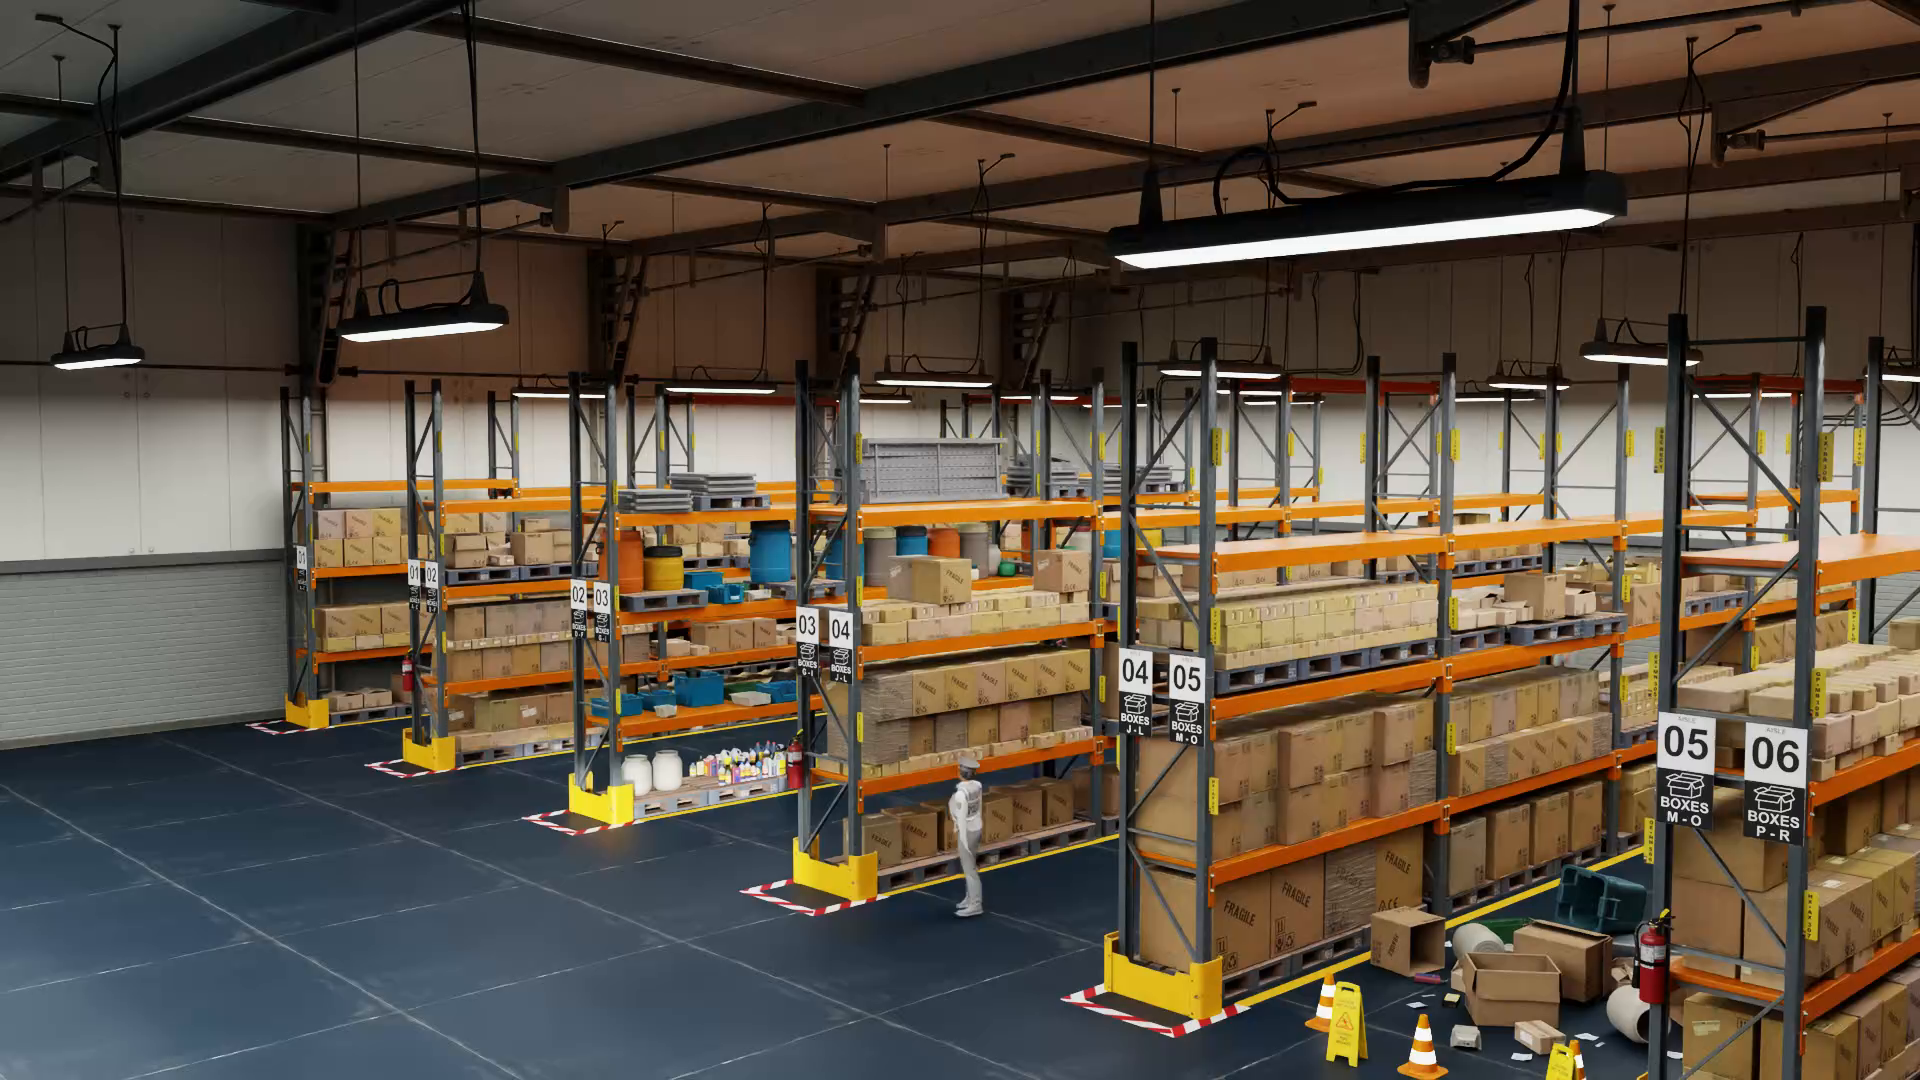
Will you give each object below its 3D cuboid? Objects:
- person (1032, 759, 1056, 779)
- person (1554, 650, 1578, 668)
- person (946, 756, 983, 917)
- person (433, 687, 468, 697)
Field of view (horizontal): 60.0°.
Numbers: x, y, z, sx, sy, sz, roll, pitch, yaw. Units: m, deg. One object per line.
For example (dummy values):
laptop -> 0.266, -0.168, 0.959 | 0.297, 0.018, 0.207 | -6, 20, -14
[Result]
person -> 1.165, 2.830, 23.819 | 0.366, 1.646, 0.537 | 2, 4, 27
person -> 12.075, 2.183, 32.984 | 0.928, 1.743, 0.562 | 0, 4, 0
person -> 0.080, 3.184, 17.921 | 0.400, 1.721, 0.612 | 1, 4, 15
person -> -8.666, 2.508, 28.297 | 0.412, 1.867, 0.678 | 4, 5, 44
